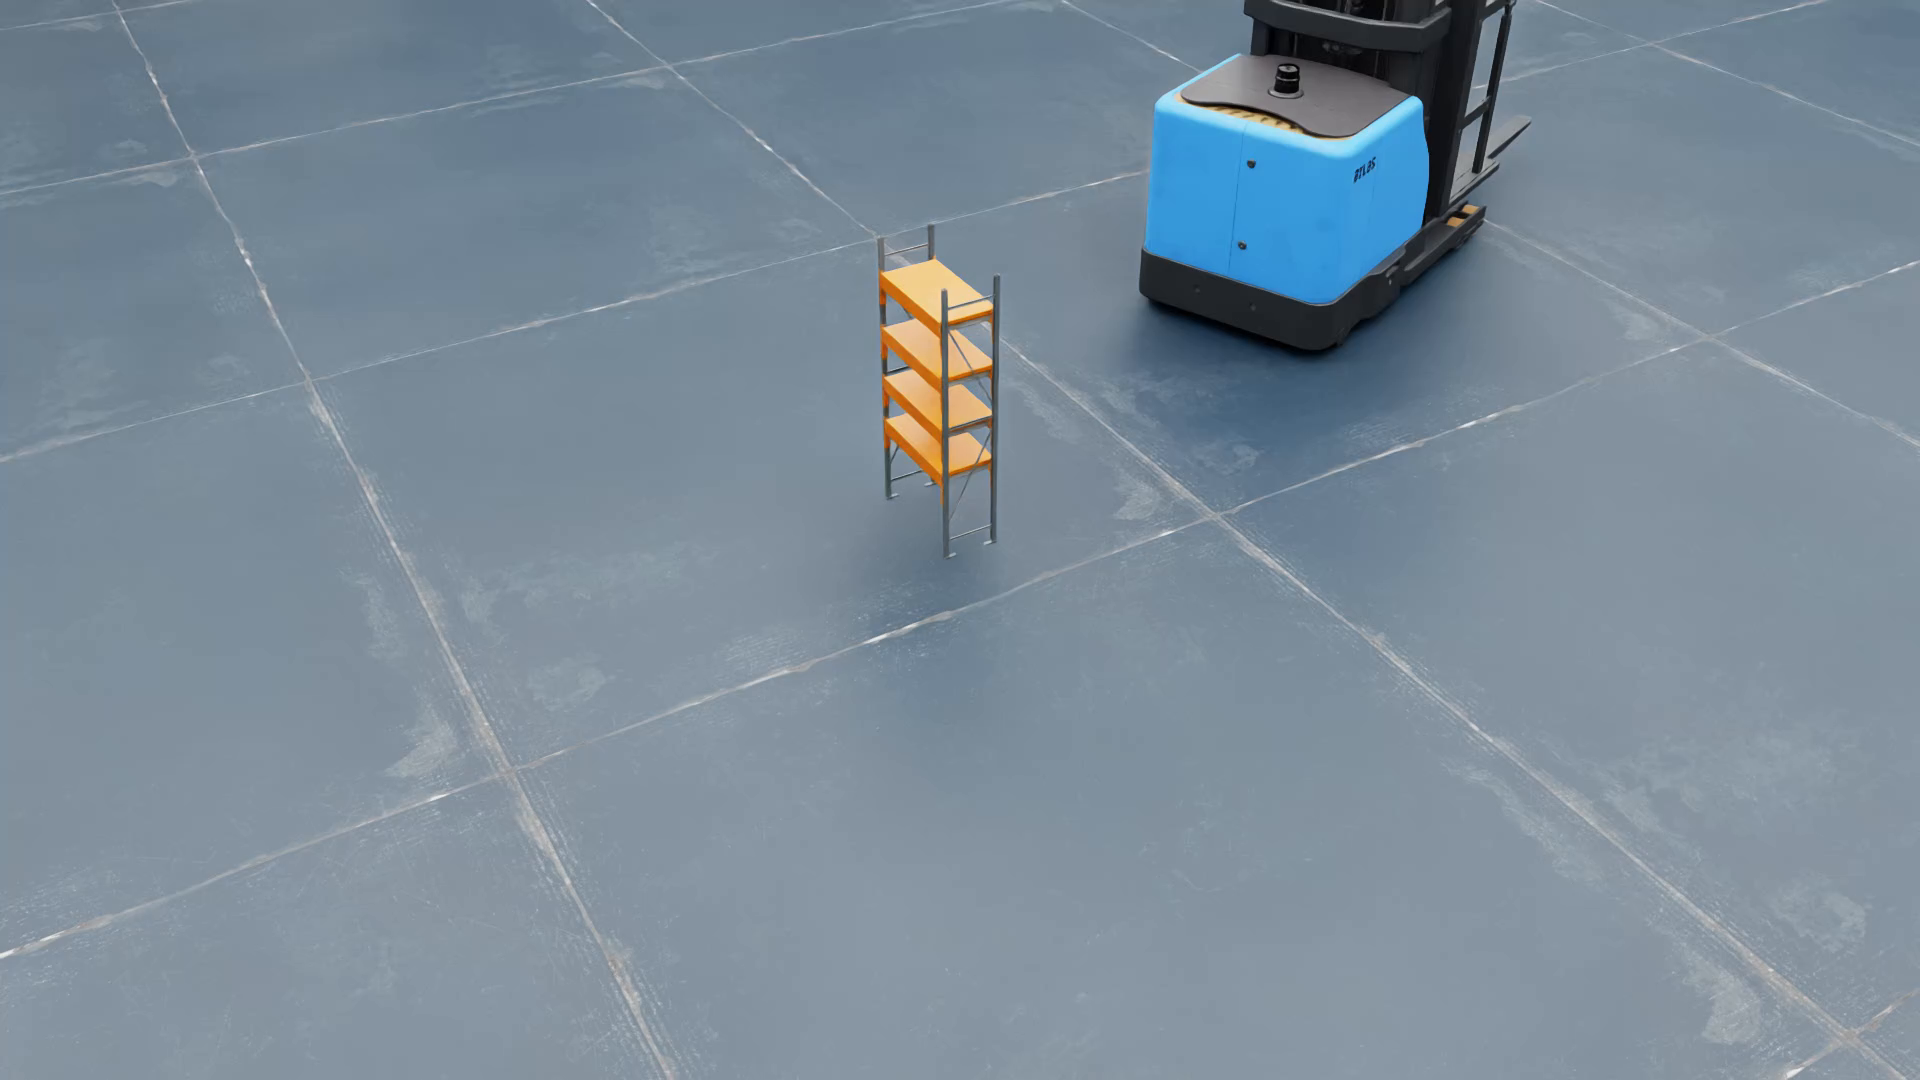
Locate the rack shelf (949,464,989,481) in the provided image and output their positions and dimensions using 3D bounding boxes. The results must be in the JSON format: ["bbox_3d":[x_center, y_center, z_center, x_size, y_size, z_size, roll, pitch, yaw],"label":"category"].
[{"bbox_3d":[-0.083,-0.377,6.652,0.199,0.029,0.442,-19,40,-24],"label":"rack shelf"}]

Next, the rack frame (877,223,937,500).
[{"bbox_3d":[-0.206,-0.693,6.682,0.240,1.200,0.015,-19,40,-24],"label":"rack frame"}]

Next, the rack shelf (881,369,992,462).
[{"bbox_3d":[-0.083,-0.515,6.551,0.258,0.148,0.480,-19,40,-24],"label":"rack shelf"}]

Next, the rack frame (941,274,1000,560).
[{"bbox_3d":[0.039,-0.445,6.341,0.240,1.200,0.015,-19,40,-24],"label":"rack frame"}]

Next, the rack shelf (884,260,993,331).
[{"bbox_3d":[-0.083,-0.918,6.257,0.221,0.050,0.457,-19,40,-24],"label":"rack shelf"}]

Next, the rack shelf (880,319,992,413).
[{"bbox_3d":[-0.083,-0.695,6.419,0.258,0.148,0.480,-19,40,-24],"label":"rack shelf"}]

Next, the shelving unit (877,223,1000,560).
[{"bbox_3d":[-0.083,-0.569,6.512,0.258,1.200,0.503,-19,40,-24],"label":"shelving unit"}]

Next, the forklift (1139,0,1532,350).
[{"bbox_3d":[2.184,-2.894,8.227,1.130,2.935,3.031,24,42,29],"label":"forklift"}]
